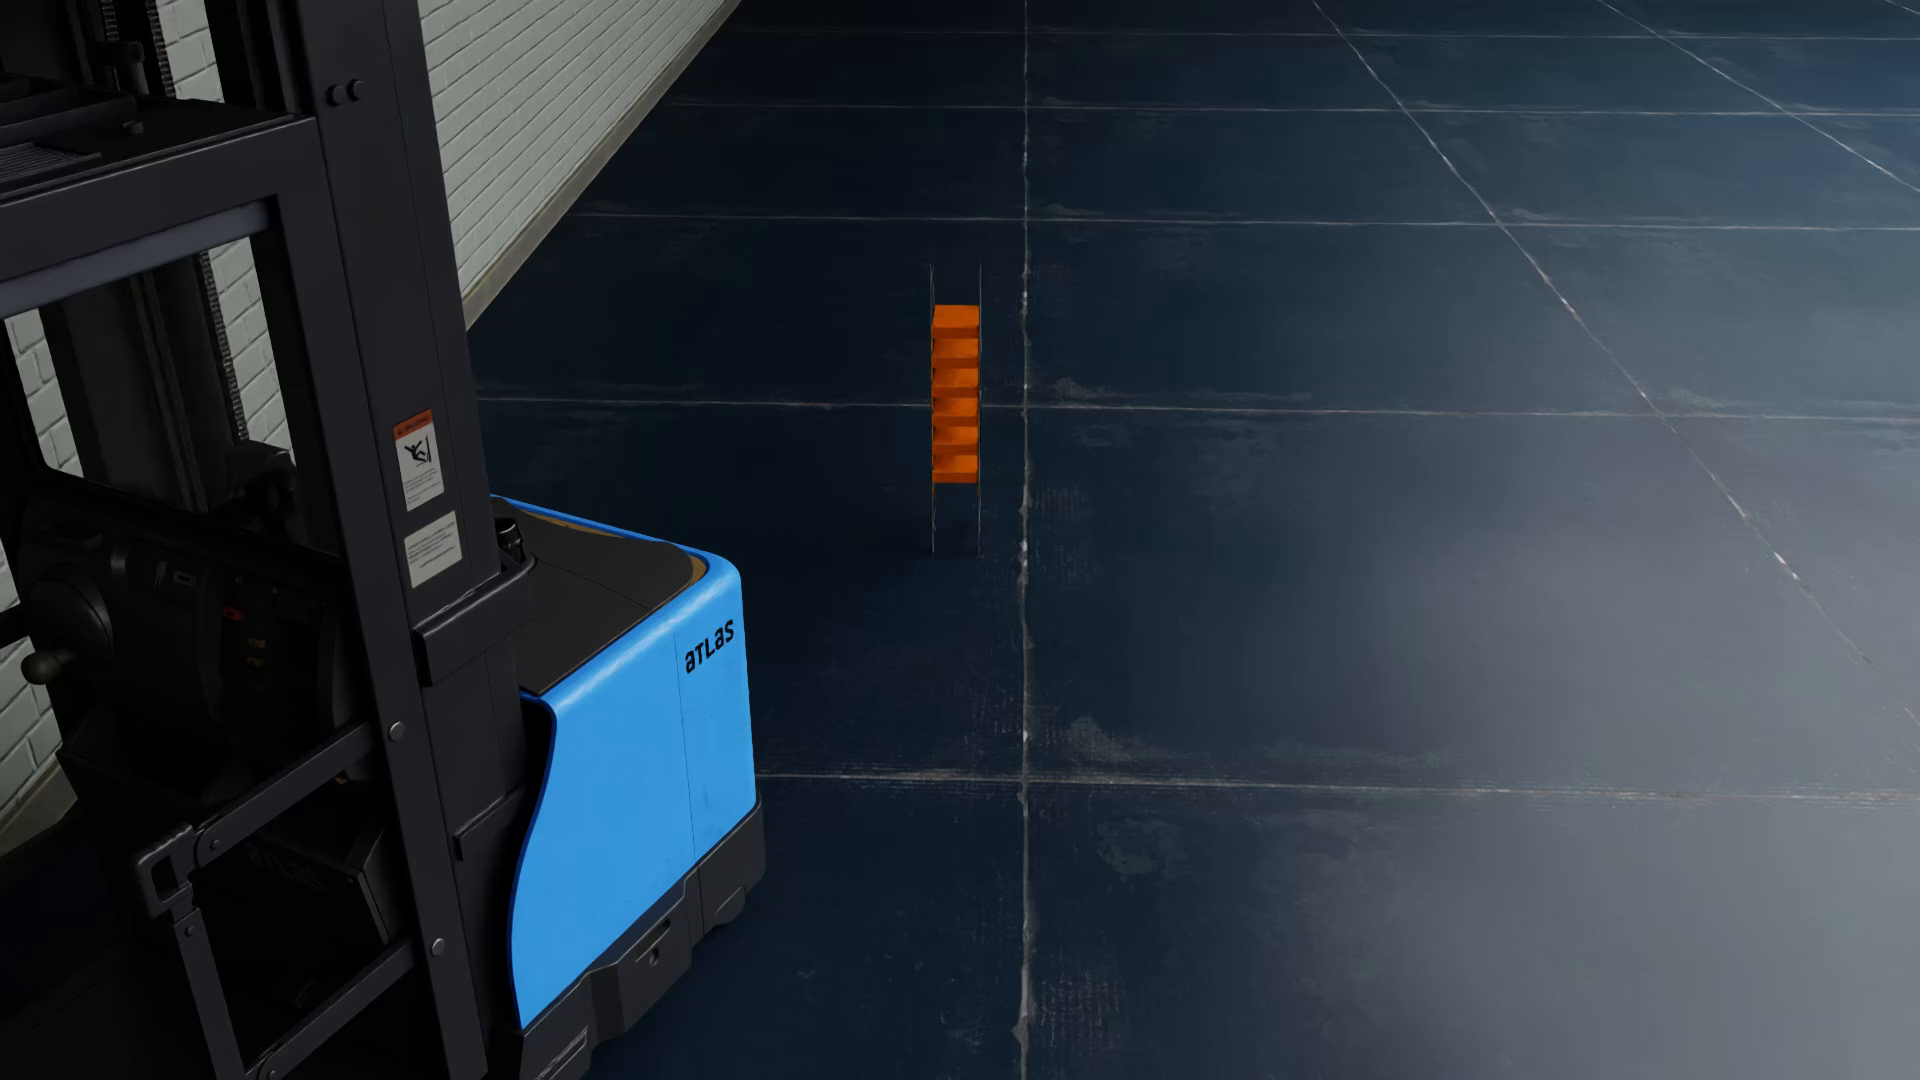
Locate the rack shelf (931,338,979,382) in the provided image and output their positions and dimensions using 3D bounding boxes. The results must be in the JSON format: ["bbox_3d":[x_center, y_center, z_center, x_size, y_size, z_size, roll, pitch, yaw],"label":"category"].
[{"bbox_3d":[-0.014,-0.703,6.378,0.180,0.103,0.258,1,28,2],"label":"rack shelf"}]

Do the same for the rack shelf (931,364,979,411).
[{"bbox_3d":[-0.014,-0.597,6.434,0.180,0.103,0.258,1,28,2],"label":"rack shelf"}]

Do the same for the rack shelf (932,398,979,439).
[{"bbox_3d":[-0.014,-0.491,6.490,0.180,0.103,0.258,1,28,2],"label":"rack shelf"}]

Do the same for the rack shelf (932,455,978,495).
[{"bbox_3d":[-0.014,-0.279,6.603,0.180,0.103,0.258,1,28,2],"label":"rack shelf"}]

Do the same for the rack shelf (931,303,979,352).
[{"bbox_3d":[-0.014,-0.809,6.322,0.180,0.103,0.258,1,28,2],"label":"rack shelf"}]

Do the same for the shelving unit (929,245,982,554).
[{"bbox_3d":[-0.014,-0.530,6.469,0.189,1.200,0.258,1,28,2],"label":"shelving unit"}]

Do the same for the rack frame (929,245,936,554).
[{"bbox_3d":[-0.106,-0.532,6.472,0.006,1.200,0.240,1,28,2],"label":"rack frame"}]

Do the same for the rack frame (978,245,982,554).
[{"bbox_3d":[0.077,-0.529,6.467,0.006,1.200,0.240,1,28,2],"label":"rack frame"}]

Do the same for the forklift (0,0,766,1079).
[{"bbox_3d":[-1.694,0.209,3.226,1.130,2.935,3.031,14,31,24],"label":"forklift"}]

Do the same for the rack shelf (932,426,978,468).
[{"bbox_3d":[-0.014,-0.385,6.546,0.180,0.103,0.258,1,28,2],"label":"rack shelf"}]
